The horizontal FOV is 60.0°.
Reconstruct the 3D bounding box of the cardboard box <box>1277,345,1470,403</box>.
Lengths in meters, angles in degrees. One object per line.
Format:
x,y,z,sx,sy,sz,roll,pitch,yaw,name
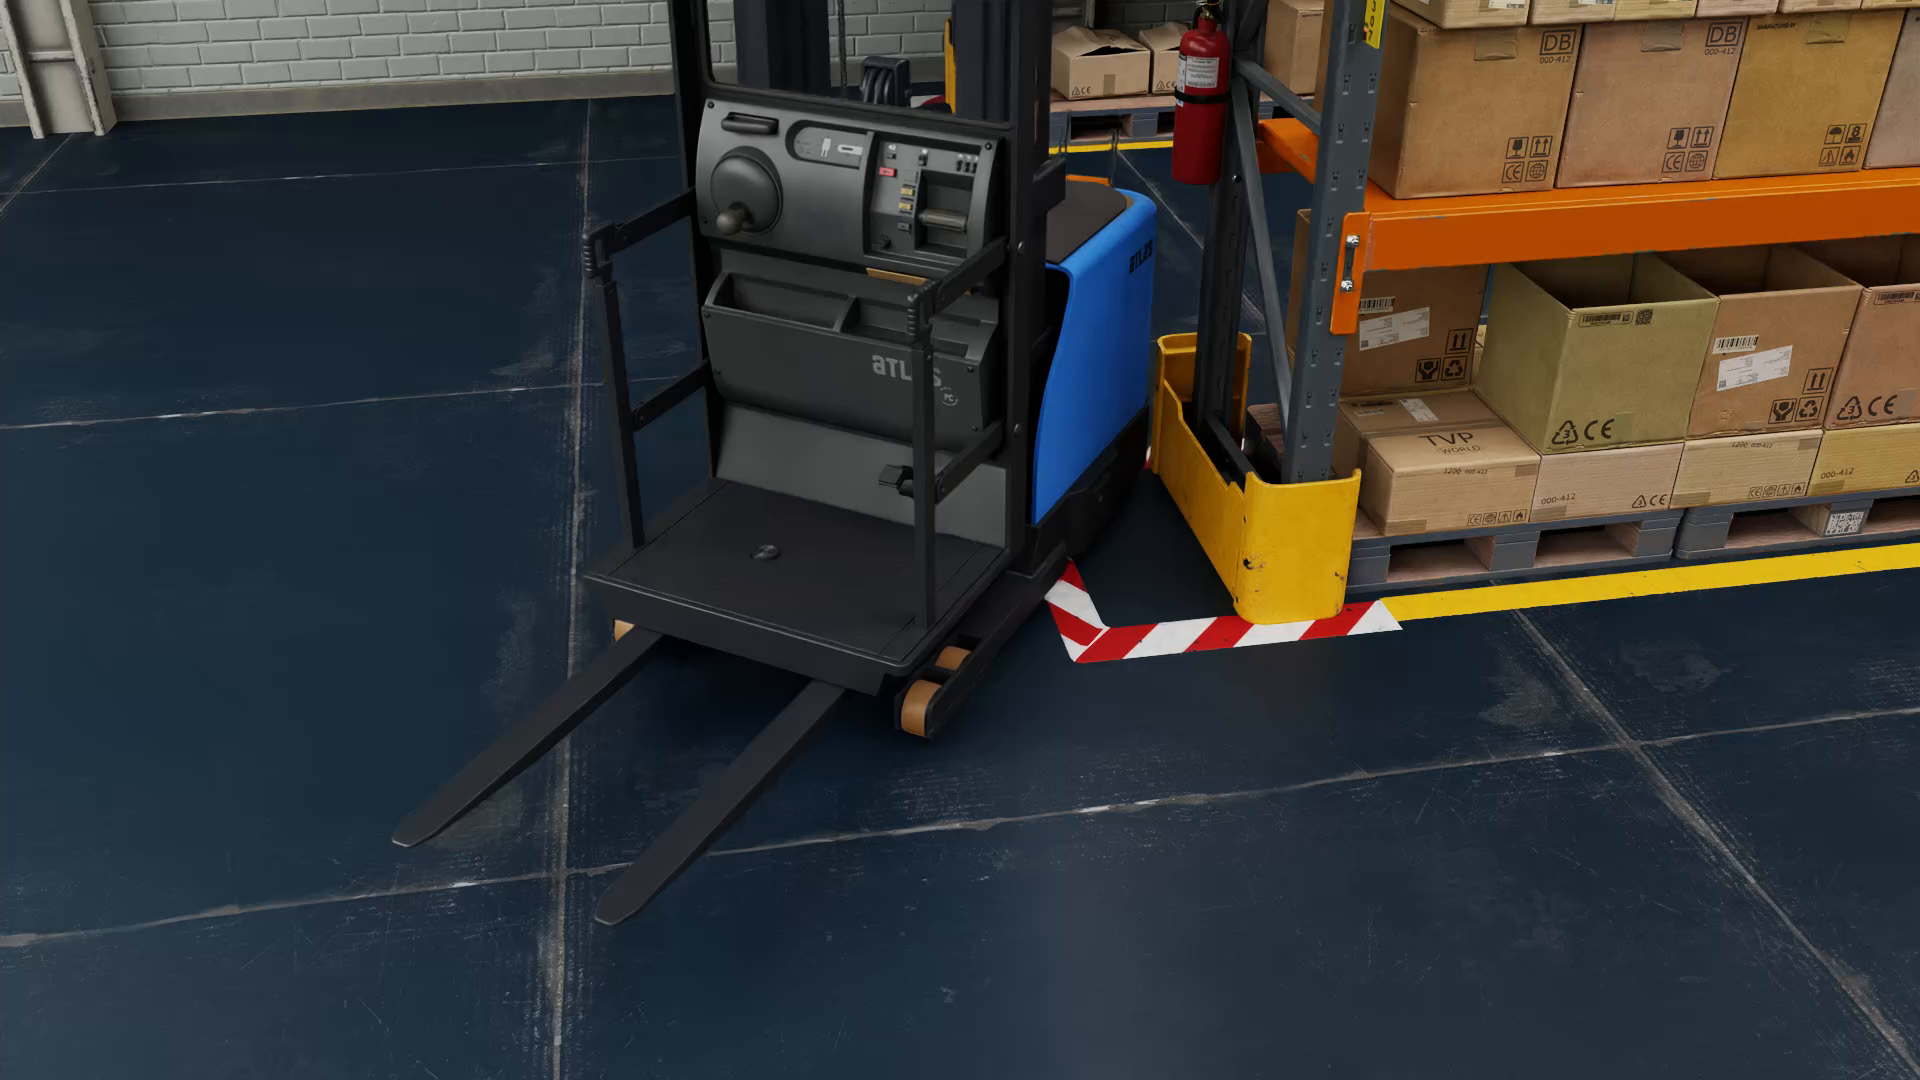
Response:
1.471,-0.519,5.971,0.500,0.250,0.500,-5,31,-9,cardboard box

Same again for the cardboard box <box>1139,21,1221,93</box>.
1.358,-2.897,9.936,0.500,0.311,0.500,-3,31,-5,cardboard box

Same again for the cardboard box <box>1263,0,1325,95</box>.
2.089,-3.021,9.960,0.500,0.500,0.700,-7,31,-12,cardboard box

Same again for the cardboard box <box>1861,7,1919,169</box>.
2.980,-1.549,5.326,0.500,0.500,0.700,-4,31,-7,cardboard box

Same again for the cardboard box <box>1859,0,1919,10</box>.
2.688,-1.696,4.937,0.250,0.149,0.380,-6,31,-10,cardboard box

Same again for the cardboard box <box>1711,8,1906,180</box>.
2.463,-1.499,5.241,0.500,0.500,0.700,-5,31,-9,cardboard box

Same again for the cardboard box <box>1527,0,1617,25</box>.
1.681,-1.603,4.779,0.250,0.149,0.380,-6,31,-10,cardboard box

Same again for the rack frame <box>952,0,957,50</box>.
0.101,-3.796,9.247,0.127,3.000,1.000,-5,31,-9,rack frame

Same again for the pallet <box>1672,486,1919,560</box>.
2.939,-0.325,6.094,1.213,0.211,1.003,-5,31,-9,pallet

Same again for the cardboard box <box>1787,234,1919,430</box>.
3.040,-0.719,5.572,0.500,0.500,0.500,-5,31,-9,cardboard box

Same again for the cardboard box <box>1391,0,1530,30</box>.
1.421,-1.578,4.735,0.250,0.149,0.380,-6,31,-9,cardboard box

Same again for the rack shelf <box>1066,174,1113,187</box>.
0.453,-1.245,6.045,0.180,0.103,0.258,7,29,7,rack shelf

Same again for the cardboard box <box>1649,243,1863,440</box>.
2.545,-0.682,5.510,0.500,0.500,0.500,-5,31,-9,cardboard box

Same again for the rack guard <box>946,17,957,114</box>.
0.175,-2.725,9.892,0.348,0.500,1.175,-5,31,-9,rack guard

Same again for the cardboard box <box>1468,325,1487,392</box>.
1.961,-0.570,6.059,0.500,0.250,0.500,-5,31,-9,cardboard box

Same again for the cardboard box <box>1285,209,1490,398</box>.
1.471,-0.843,5.783,0.500,0.500,0.500,-5,31,-9,cardboard box

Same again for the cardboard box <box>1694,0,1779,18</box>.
2.175,-1.647,4.853,0.250,0.149,0.380,-6,31,-10,cardboard box

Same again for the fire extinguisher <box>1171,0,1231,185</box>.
0.797,-1.514,5.442,0.183,0.674,0.296,-5,31,-9,fire extinguisher

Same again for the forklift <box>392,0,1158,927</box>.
-0.422,-0.950,4.474,1.130,2.935,3.031,14,33,22,forklift

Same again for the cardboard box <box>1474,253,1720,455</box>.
2.056,-0.630,5.421,0.500,0.500,0.500,-5,31,-9,cardboard box

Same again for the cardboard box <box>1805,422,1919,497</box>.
3.040,-0.397,5.763,0.500,0.250,0.500,-5,31,-9,cardboard box

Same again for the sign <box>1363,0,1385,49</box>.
1.091,-1.457,4.336,0.005,0.325,0.100,-5,31,-9,sign

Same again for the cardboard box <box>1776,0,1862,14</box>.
2.437,-1.673,4.897,0.250,0.149,0.380,-6,31,-11,cardboard box

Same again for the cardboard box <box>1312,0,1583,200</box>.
1.458,-1.406,5.083,0.500,0.500,0.700,-5,31,-9,cardboard box

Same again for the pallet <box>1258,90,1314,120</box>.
2.178,-2.767,10.248,1.213,0.211,1.003,-5,31,-9,pallet

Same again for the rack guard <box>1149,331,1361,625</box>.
0.973,-0.247,5.677,0.348,0.500,1.175,-5,31,-9,rack guard

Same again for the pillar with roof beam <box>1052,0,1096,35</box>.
1.409,-4.731,4.918,0.400,9.000,9.100,-5,31,-9,pillar with roof beam

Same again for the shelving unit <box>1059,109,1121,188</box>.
0.437,-0.969,6.196,0.189,1.200,0.258,7,29,7,shelving unit

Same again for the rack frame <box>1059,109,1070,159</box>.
0.347,-0.980,6.208,0.006,1.200,0.240,7,29,7,rack frame

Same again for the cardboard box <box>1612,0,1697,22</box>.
1.926,-1.625,4.816,0.250,0.149,0.380,-5,31,-9,cardboard box

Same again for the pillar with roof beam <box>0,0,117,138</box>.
-4.493,-4.183,3.986,0.400,9.000,9.100,-5,31,-9,pillar with roof beam

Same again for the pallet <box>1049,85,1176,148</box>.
0.981,-2.658,10.061,1.213,0.211,1.003,-5,31,-9,pallet

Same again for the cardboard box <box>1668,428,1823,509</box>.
2.547,-0.353,5.690,0.500,0.250,0.500,-5,31,-9,cardboard box

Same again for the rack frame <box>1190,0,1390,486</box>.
0.997,-1.327,5.047,0.127,3.000,1.000,-5,31,-9,rack frame

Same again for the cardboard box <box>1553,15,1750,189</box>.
1.974,-1.456,5.169,0.500,0.500,0.700,-5,31,-8,cardboard box

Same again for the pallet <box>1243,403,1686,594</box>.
1.741,-0.215,5.908,1.213,0.211,1.003,-5,31,-9,pallet

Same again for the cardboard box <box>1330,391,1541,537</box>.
1.564,-0.260,5.532,0.500,0.250,0.500,-5,31,-9,cardboard box

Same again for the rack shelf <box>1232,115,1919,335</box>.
2.964,-1.199,5.540,4.000,0.370,1.077,-5,31,-9,rack shelf

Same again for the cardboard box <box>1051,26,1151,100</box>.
0.797,-2.845,9.848,0.500,0.311,0.500,-9,32,-15,cardboard box

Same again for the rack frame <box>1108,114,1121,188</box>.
0.527,-0.957,6.185,0.006,1.200,0.240,7,29,7,rack frame

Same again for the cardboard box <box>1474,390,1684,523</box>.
2.055,-0.308,5.613,0.500,0.250,0.500,-5,31,-9,cardboard box
